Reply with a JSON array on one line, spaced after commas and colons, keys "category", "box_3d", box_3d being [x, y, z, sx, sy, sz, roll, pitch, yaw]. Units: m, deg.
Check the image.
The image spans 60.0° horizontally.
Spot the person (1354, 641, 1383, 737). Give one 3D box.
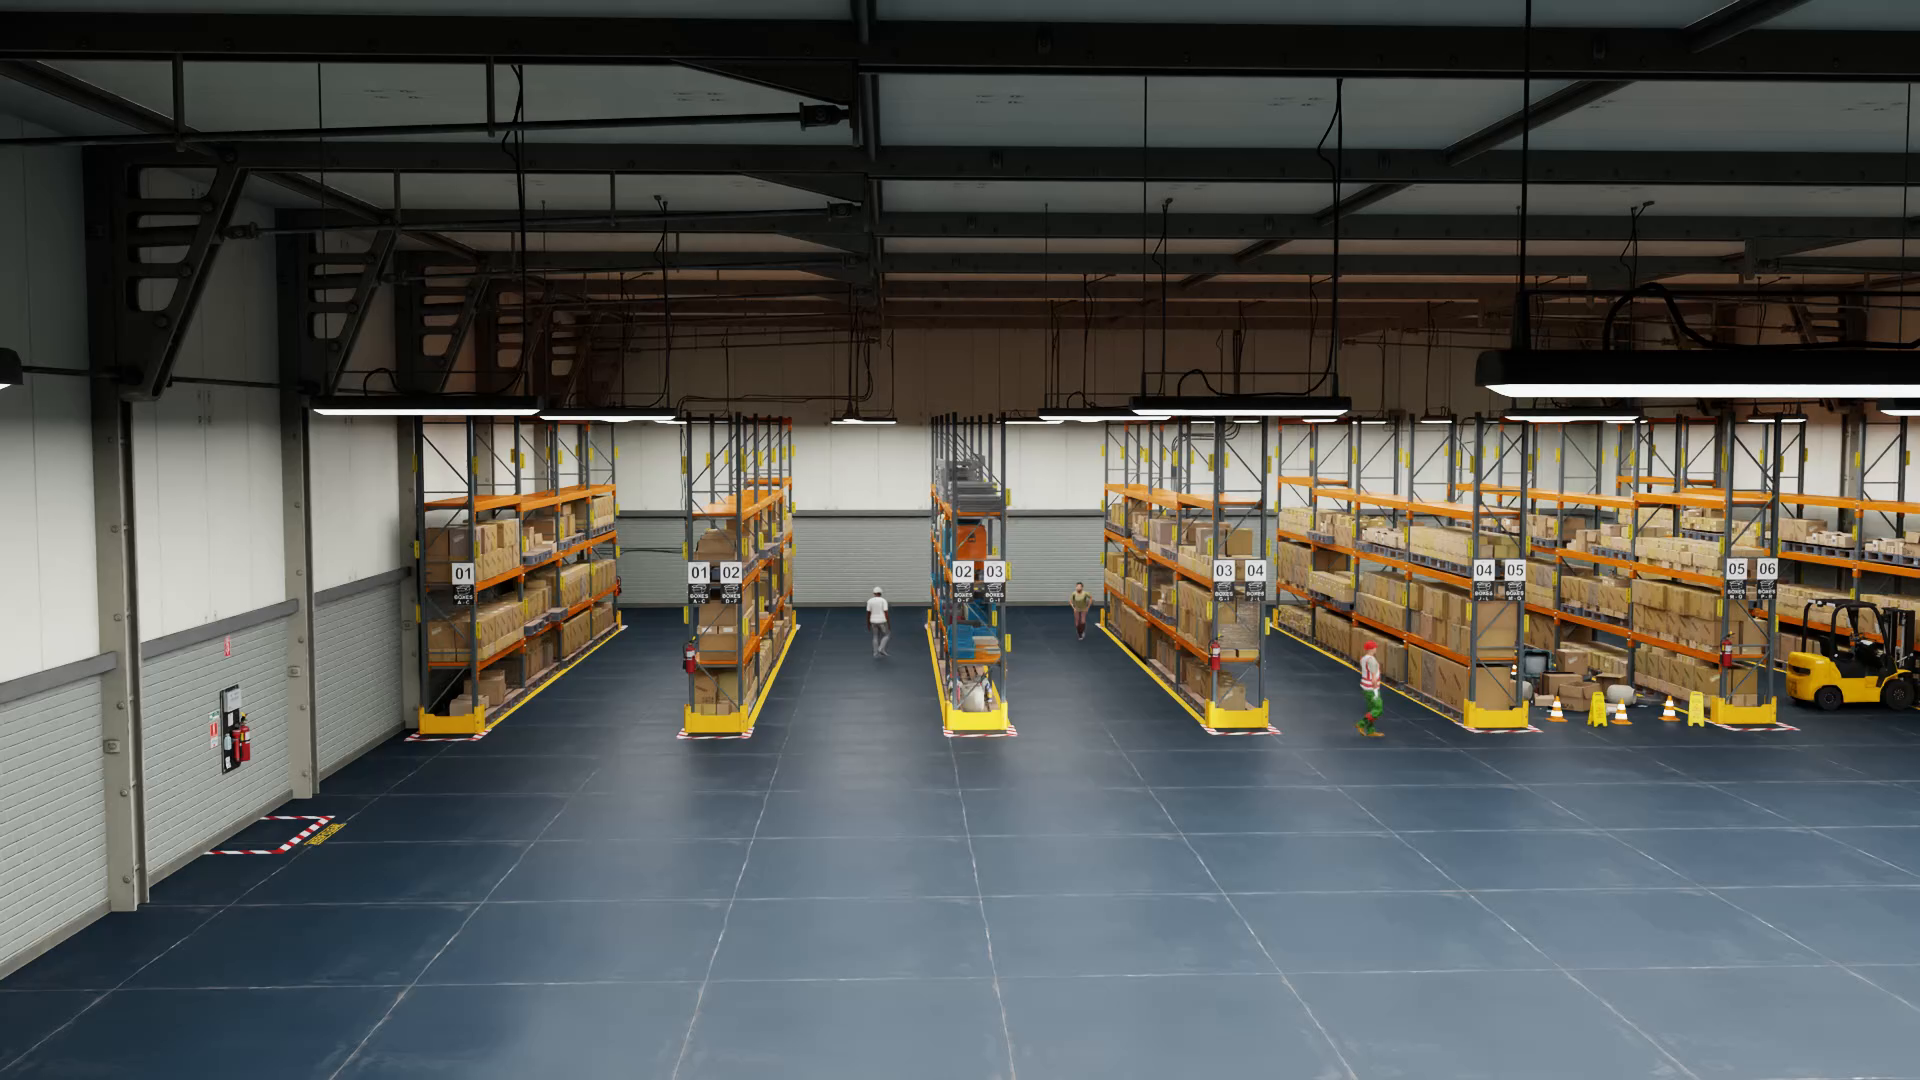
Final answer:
[{"category": "person", "box_3d": [7.499, 2.740, 30.519, 0.627, 1.785, 0.558, -1, 4, -11]}]

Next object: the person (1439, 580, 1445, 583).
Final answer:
[{"category": "person", "box_3d": [14.343, 1.565, 49.152, 1.052, 1.616, 0.437, 0, 4, -3]}]

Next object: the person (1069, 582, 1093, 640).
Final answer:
[{"category": "person", "box_3d": [3.249, 1.903, 44.564, 0.620, 1.583, 0.684, 1, 4, 10]}]

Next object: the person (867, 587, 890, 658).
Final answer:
[{"category": "person", "box_3d": [-2.024, 2.045, 41.140, 0.609, 1.769, 0.489, 2, 4, 23]}]

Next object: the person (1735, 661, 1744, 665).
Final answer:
[{"category": "person", "box_3d": [16.812, 2.436, 36.130, 0.619, 1.667, 0.608, 0, 4, 3]}]
